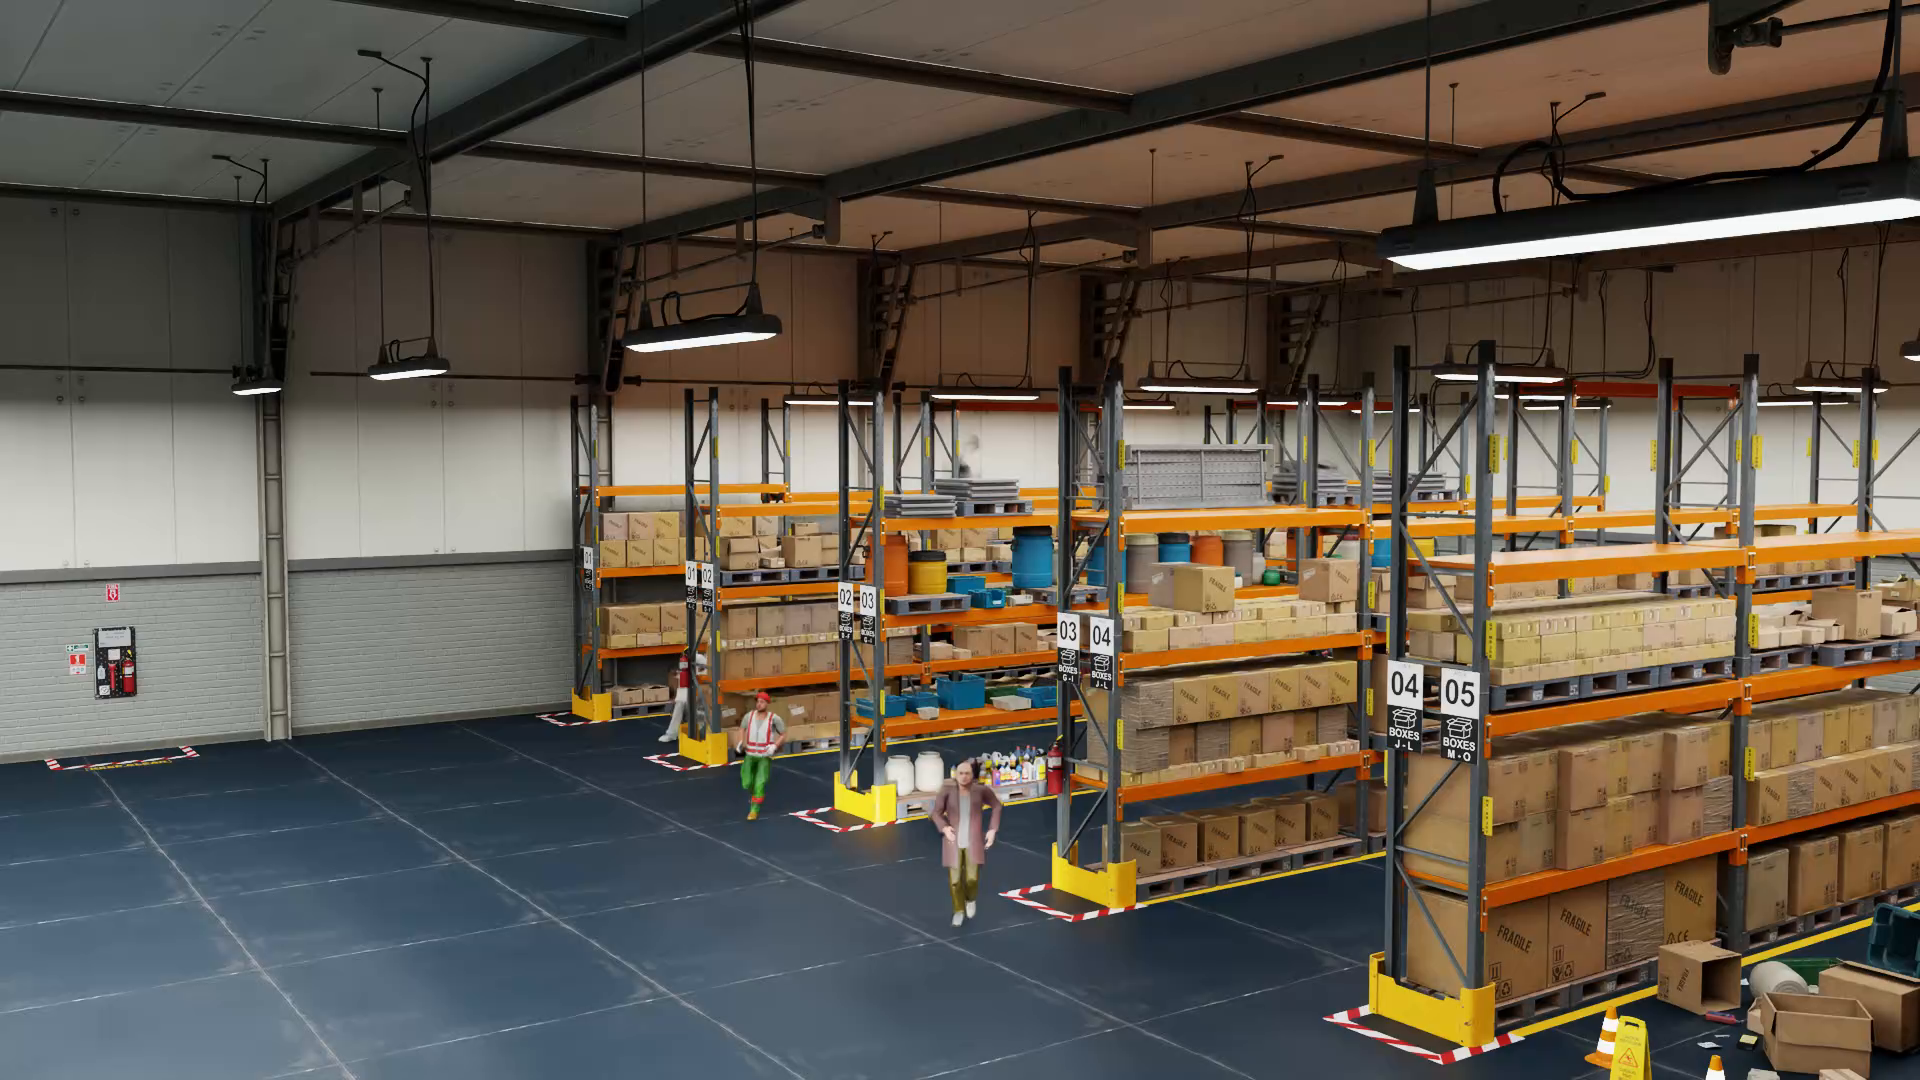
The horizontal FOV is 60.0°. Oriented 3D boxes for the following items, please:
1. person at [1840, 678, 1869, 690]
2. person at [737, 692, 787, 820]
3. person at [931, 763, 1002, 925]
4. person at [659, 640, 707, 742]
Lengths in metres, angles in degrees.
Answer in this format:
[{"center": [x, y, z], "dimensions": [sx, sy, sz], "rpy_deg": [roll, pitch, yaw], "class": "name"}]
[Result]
[{"center": [13.481, 2.771, 25.015], "dimensions": [0.572, 1.685, 0.659], "rpy_deg": [-3, 5, -44], "class": "person"}, {"center": [-2.700, 2.931, 22.747], "dimensions": [0.688, 1.734, 0.578], "rpy_deg": [1, 4, 11], "class": "person"}, {"center": [0.063, 3.236, 17.668], "dimensions": [0.753, 1.743, 0.654], "rpy_deg": [0, 3, 2], "class": "person"}, {"center": [-4.731, 2.565, 28.610], "dimensions": [1.069, 1.722, 0.723], "rpy_deg": [-3, 4, -36], "class": "person"}]
